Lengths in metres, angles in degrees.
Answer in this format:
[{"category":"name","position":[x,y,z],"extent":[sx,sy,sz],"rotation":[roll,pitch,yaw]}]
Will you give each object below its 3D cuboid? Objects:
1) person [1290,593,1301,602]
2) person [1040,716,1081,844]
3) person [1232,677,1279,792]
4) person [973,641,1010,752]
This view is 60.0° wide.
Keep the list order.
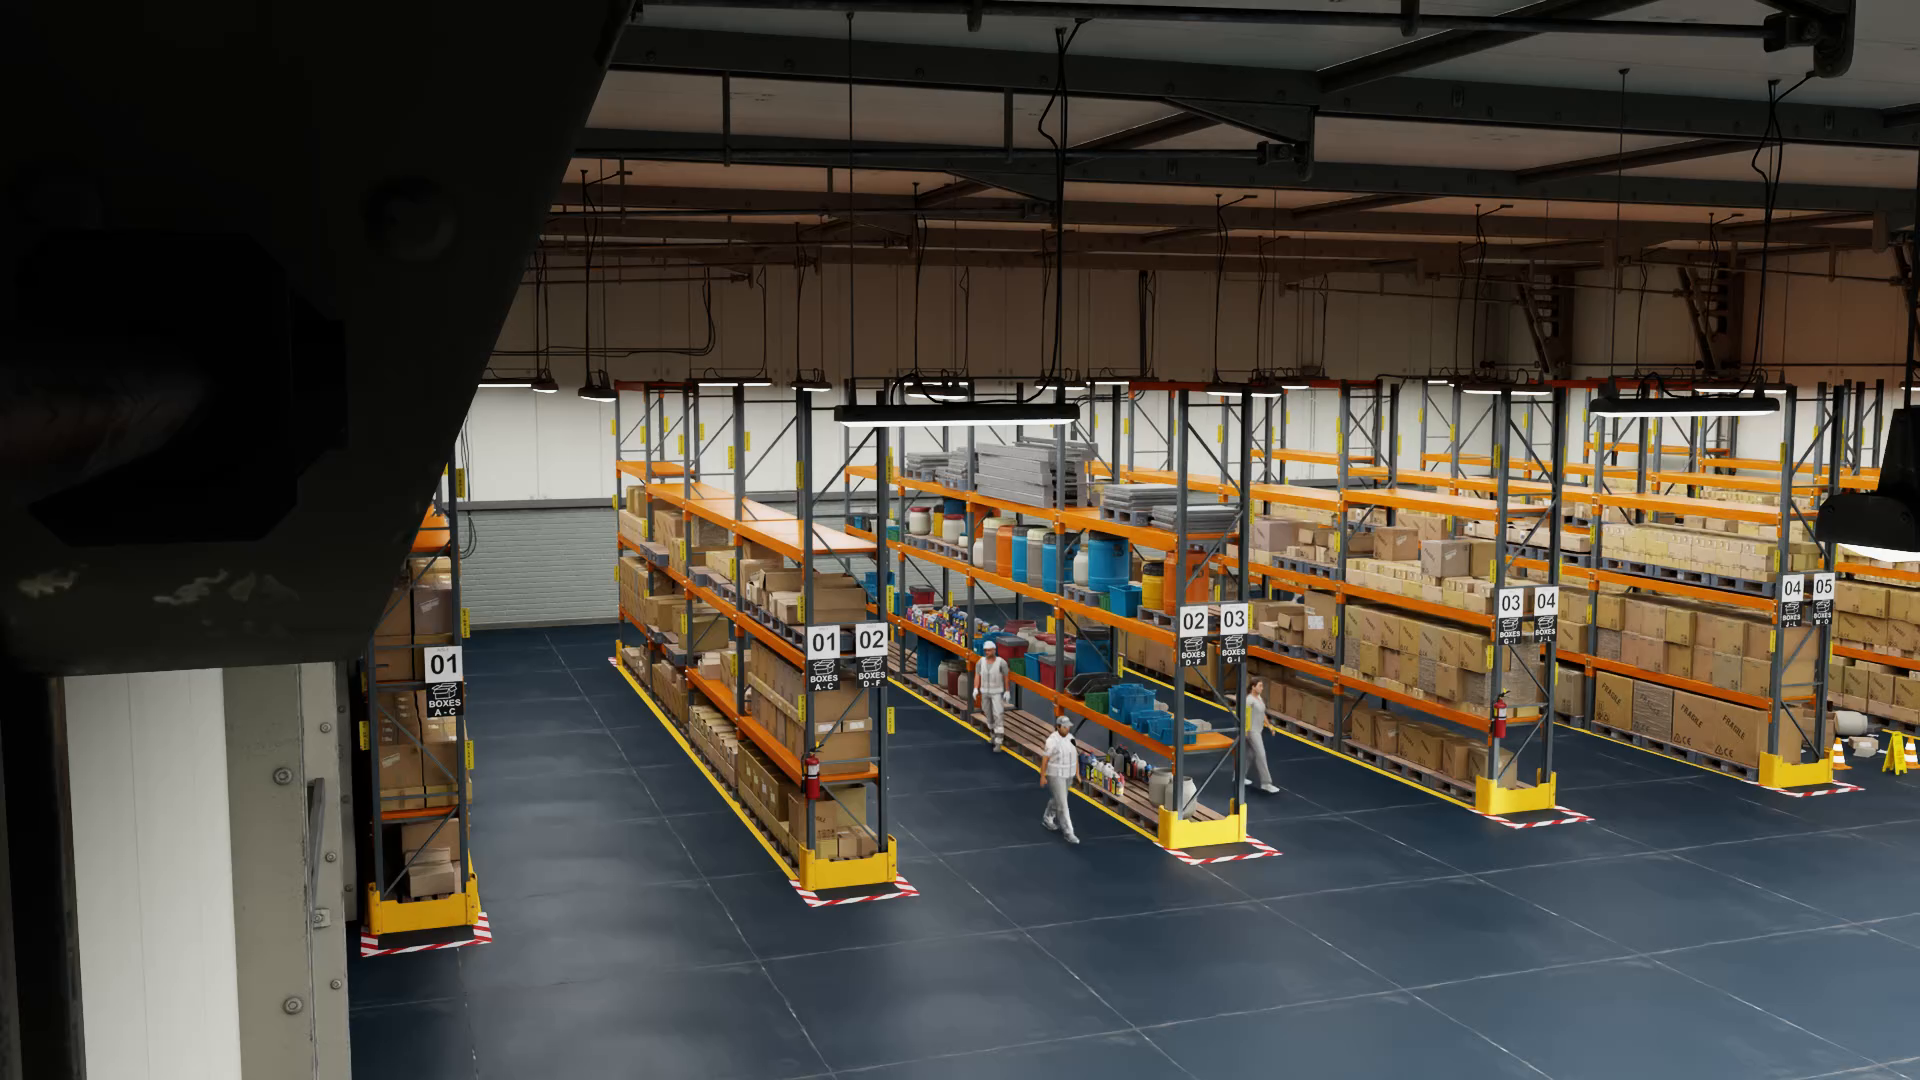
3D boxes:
[{"category":"person","position":[8.977,0.812,44.244],"extent":[0.483,1.654,0.785],"rotation":[5,8,39]},{"category":"person","position":[1.381,3.155,22.259],"extent":[0.534,1.613,0.943],"rotation":[-6,8,-44]},{"category":"person","position":[4.449,2.872,24.825],"extent":[0.807,1.644,0.507],"rotation":[3,7,27]},{"category":"person","position":[0.522,2.540,27.389],"extent":[0.610,1.757,0.844],"rotation":[3,7,24]}]
